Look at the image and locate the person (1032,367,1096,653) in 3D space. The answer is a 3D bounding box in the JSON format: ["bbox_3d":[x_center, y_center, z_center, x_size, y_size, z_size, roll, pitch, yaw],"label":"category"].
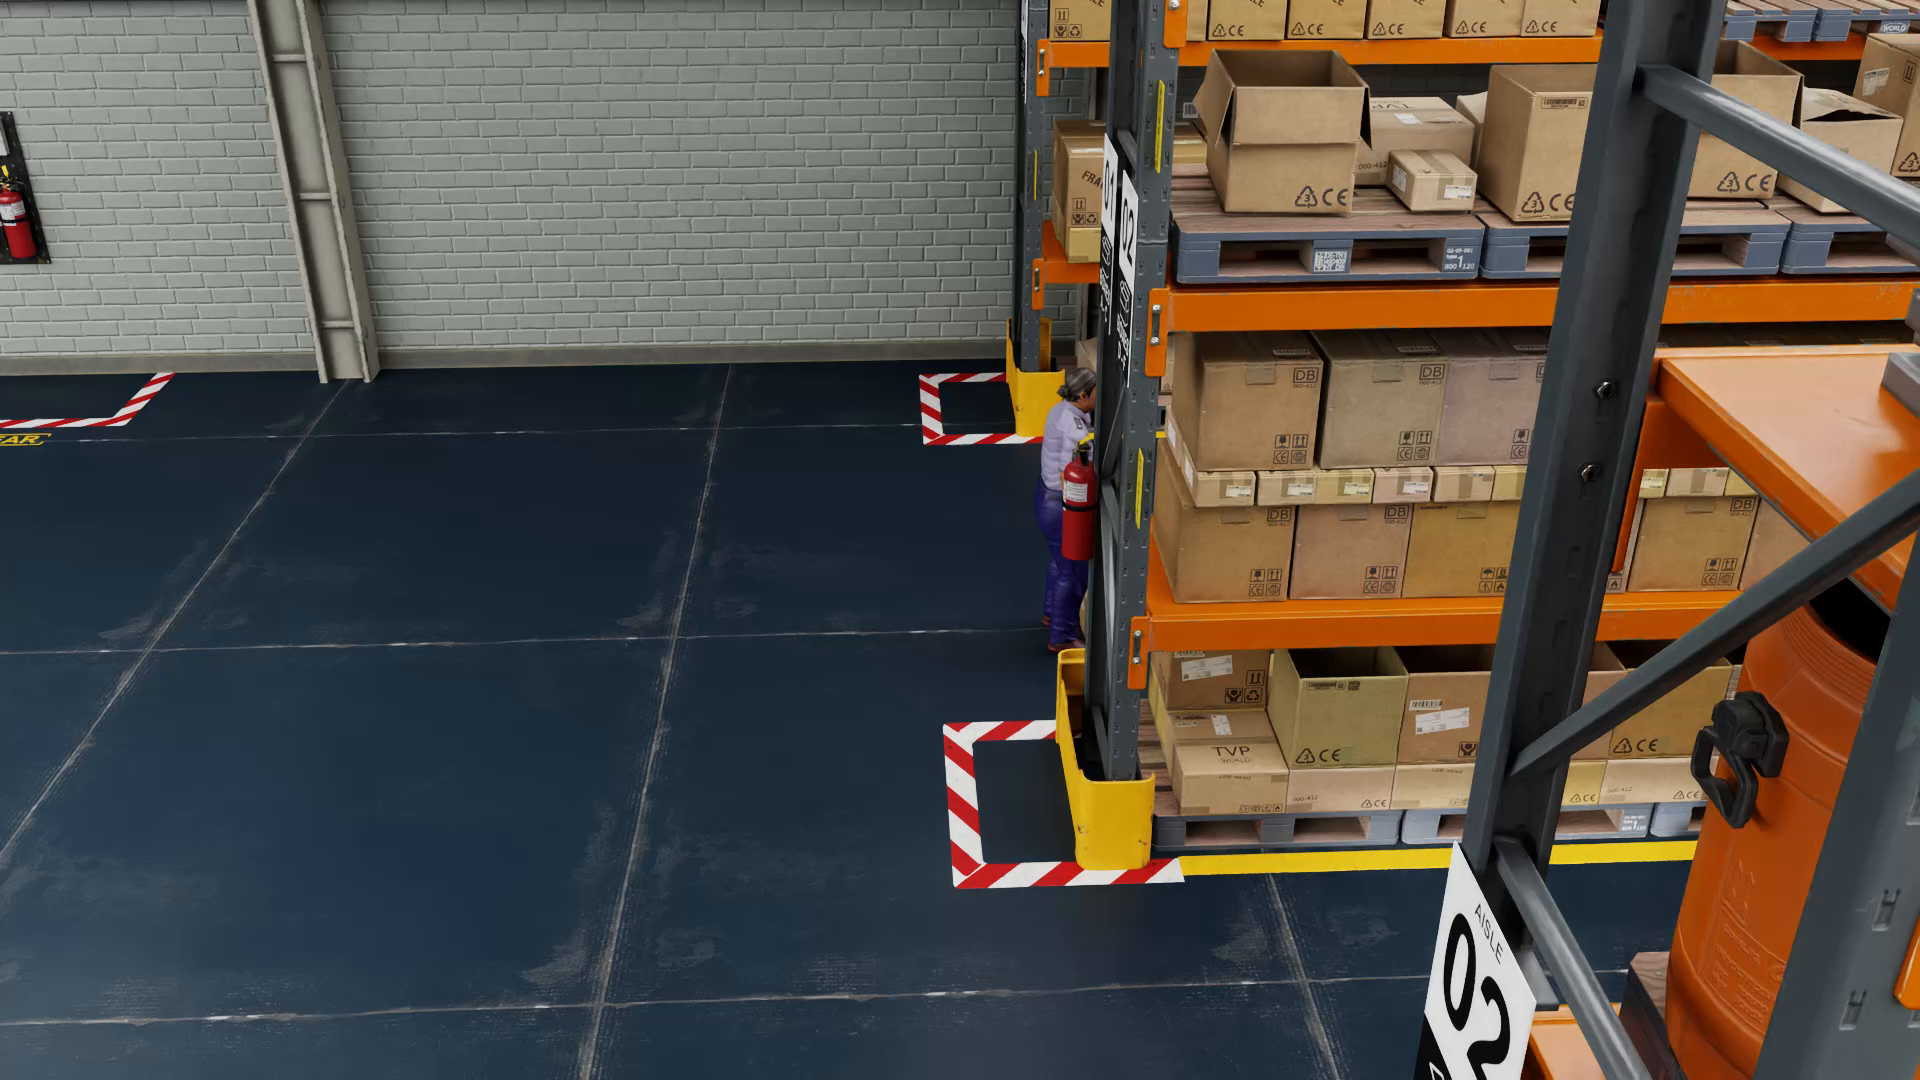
[{"bbox_3d":[0.607,-0.178,9.313,0.376,1.650,0.555,-3,28,-5],"label":"person"}]
